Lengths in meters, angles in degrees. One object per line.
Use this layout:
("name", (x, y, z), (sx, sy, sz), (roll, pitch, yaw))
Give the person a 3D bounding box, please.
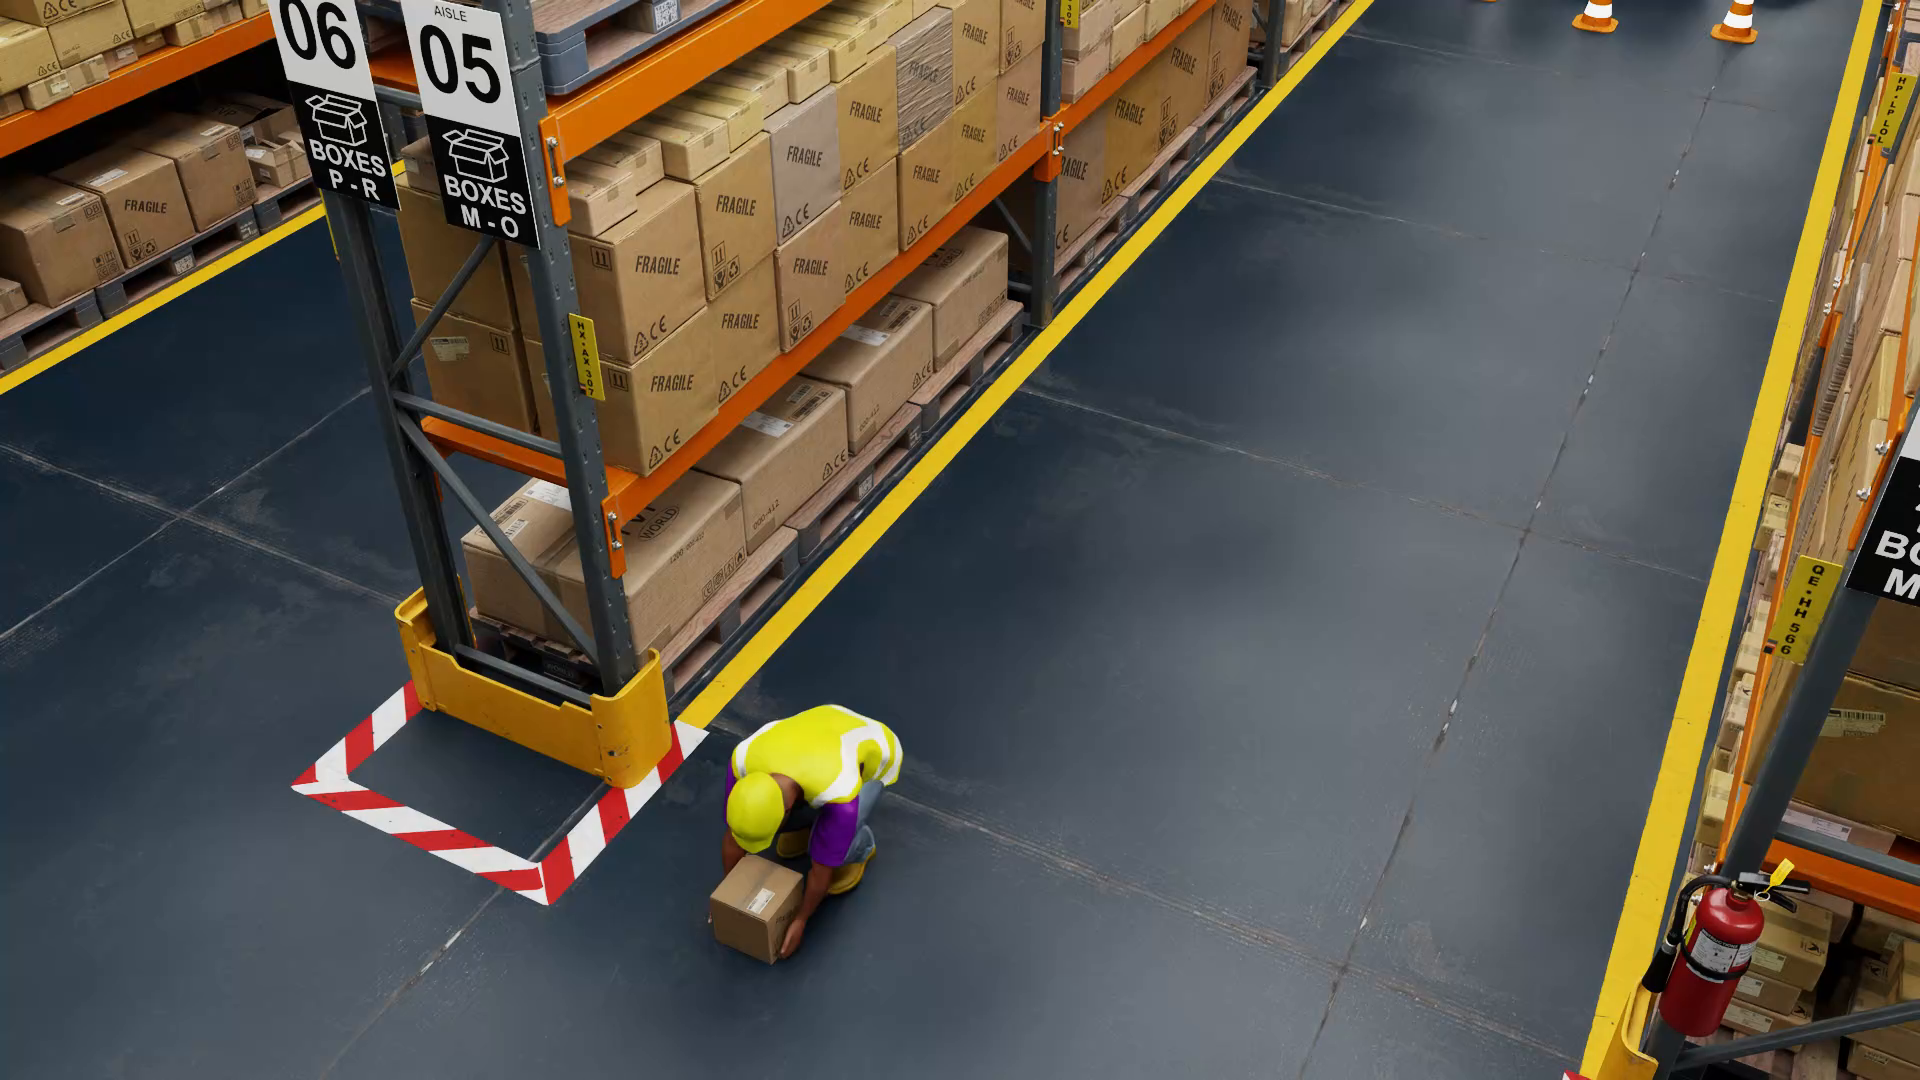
("person", (-0.556, 1.003, 6.228), (0.557, 0.892, 0.905), (22, 43, 26))
